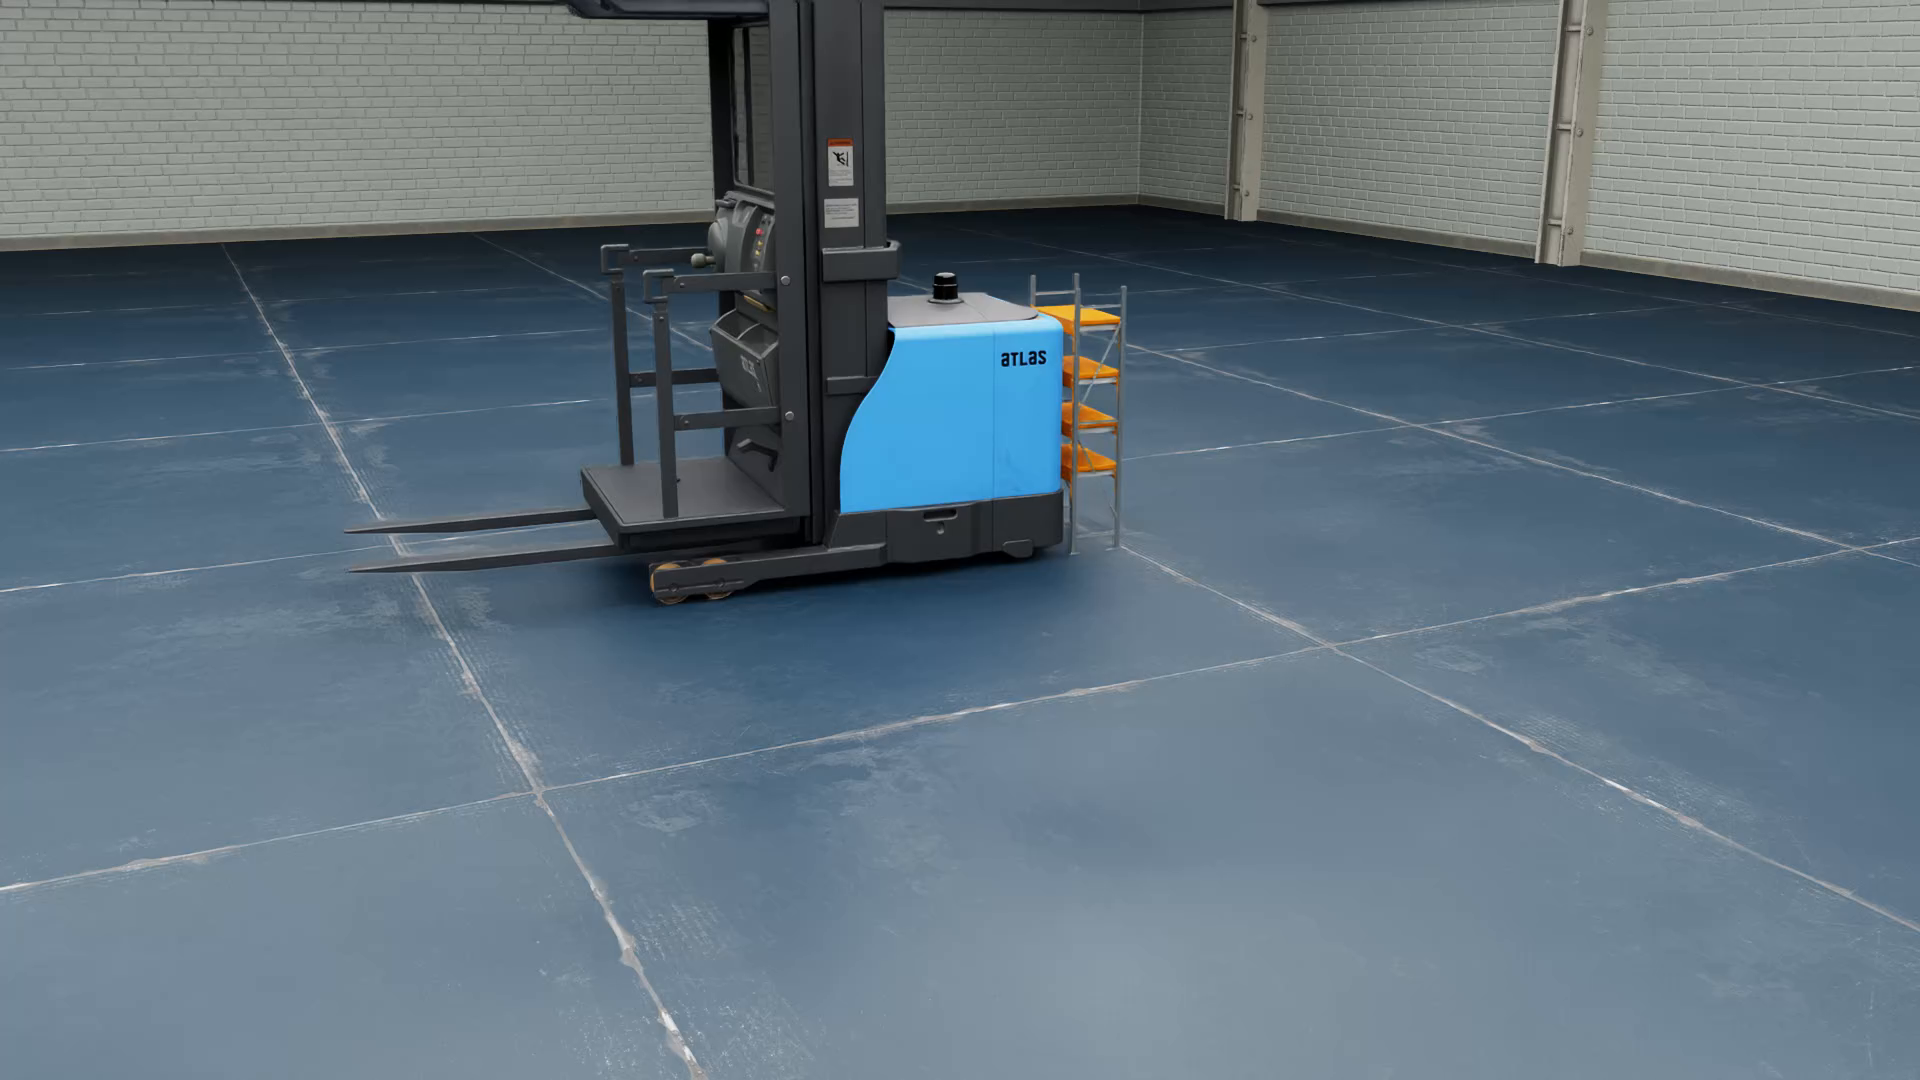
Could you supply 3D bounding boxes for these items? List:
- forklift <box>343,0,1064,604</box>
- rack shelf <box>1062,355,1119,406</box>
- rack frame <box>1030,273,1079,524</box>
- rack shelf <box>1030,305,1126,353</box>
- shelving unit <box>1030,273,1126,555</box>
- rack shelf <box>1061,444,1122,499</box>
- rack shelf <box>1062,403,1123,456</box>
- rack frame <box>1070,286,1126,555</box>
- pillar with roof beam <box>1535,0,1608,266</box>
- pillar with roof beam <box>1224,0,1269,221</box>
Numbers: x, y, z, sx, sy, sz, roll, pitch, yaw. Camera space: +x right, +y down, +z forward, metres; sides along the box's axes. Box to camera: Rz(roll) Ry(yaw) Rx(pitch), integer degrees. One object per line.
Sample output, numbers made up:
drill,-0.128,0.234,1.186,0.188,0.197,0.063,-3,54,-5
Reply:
forklift,-1.107,-1.309,6.999,3.031,2.935,1.130,-6,17,-20
rack shelf,0.525,-0.735,7.569,0.258,0.148,0.480,-6,17,-20
rack frame,0.437,-0.647,7.831,0.240,1.200,0.015,-6,17,-20
rack shelf,0.525,-0.962,7.503,0.258,0.148,0.480,-6,17,-20
shelving unit,0.525,-0.584,7.612,0.258,1.200,0.503,-6,17,-20
rack shelf,0.525,-0.329,7.685,0.258,0.148,0.480,-6,17,-20
rack shelf,0.525,-0.520,7.630,0.258,0.148,0.480,-6,17,-20
rack frame,0.612,-0.522,7.393,0.240,1.200,0.015,-6,17,-20
pillar with roof beam,2.748,-6.863,15.351,9.100,9.000,0.400,-8,18,-25
pillar with roof beam,0.120,-8.351,20.536,9.100,9.000,0.400,-8,18,-25
